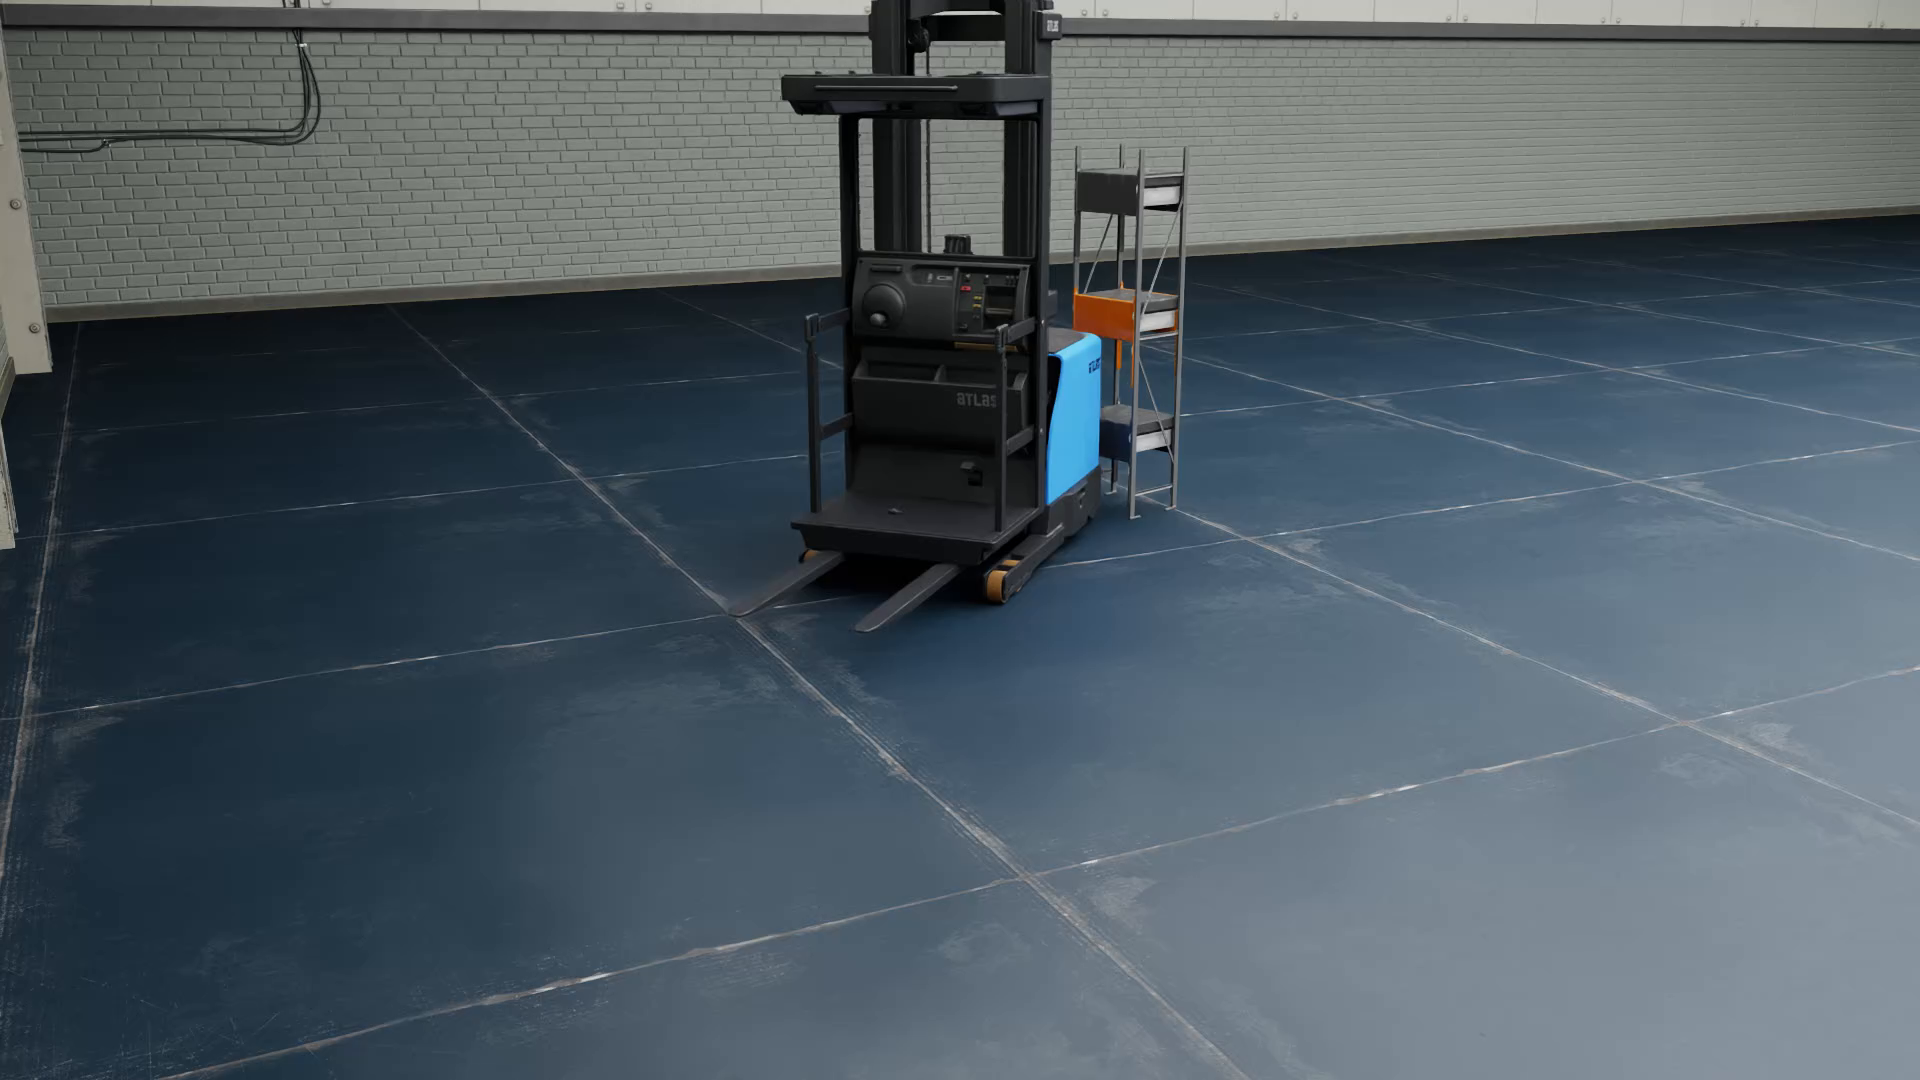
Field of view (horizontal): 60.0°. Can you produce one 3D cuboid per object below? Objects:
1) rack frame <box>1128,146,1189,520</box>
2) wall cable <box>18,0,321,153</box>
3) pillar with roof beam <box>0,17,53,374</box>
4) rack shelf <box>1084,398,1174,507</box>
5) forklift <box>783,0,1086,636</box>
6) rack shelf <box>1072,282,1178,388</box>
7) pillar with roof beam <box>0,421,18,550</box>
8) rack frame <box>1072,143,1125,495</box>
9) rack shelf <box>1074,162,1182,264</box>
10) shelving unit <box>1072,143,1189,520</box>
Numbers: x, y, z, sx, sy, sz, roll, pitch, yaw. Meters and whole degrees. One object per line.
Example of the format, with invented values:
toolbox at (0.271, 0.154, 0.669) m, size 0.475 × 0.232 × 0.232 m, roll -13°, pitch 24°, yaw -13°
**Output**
rack frame at (1.133, -1.163, 9.497) m, size 0.400 × 2.100 × 0.015 m, roll -14°, pitch 21°, yaw -40°
wall cable at (-8.130, -5.198, 16.680) m, size 3.097 × 2.526 × 0.112 m, roll -8°, pitch 18°, yaw -25°
pillar with roof beam at (-4.158, -6.321, 14.962) m, size 9.100 × 9.000 × 0.400 m, roll -8°, pitch 18°, yaw -25°
rack shelf at (0.971, -0.528, 9.870) m, size 0.431 × 0.518 × 0.480 m, roll -14°, pitch 21°, yaw -40°
forklift at (-0.096, -1.219, 8.186) m, size 1.130 × 2.935 × 3.031 m, roll 4°, pitch 16°, yaw 13°
rack shelf at (0.971, -1.200, 9.677) m, size 0.431 × 0.518 × 0.480 m, roll -14°, pitch 21°, yaw -40°
pillar with roof beam at (-1.529, -4.833, 9.777) m, size 9.100 × 9.000 × 0.400 m, roll -8°, pitch 18°, yaw -25°
rack frame at (0.809, -1.264, 9.848) m, size 0.400 × 2.100 × 0.015 m, roll -14°, pitch 21°, yaw -40°
rack shelf at (0.971, -1.873, 9.483) m, size 0.431 × 0.518 × 0.480 m, roll -14°, pitch 21°, yaw -40°
shelving unit at (0.971, -1.214, 9.673) m, size 0.431 × 2.100 × 0.503 m, roll -14°, pitch 21°, yaw -40°
